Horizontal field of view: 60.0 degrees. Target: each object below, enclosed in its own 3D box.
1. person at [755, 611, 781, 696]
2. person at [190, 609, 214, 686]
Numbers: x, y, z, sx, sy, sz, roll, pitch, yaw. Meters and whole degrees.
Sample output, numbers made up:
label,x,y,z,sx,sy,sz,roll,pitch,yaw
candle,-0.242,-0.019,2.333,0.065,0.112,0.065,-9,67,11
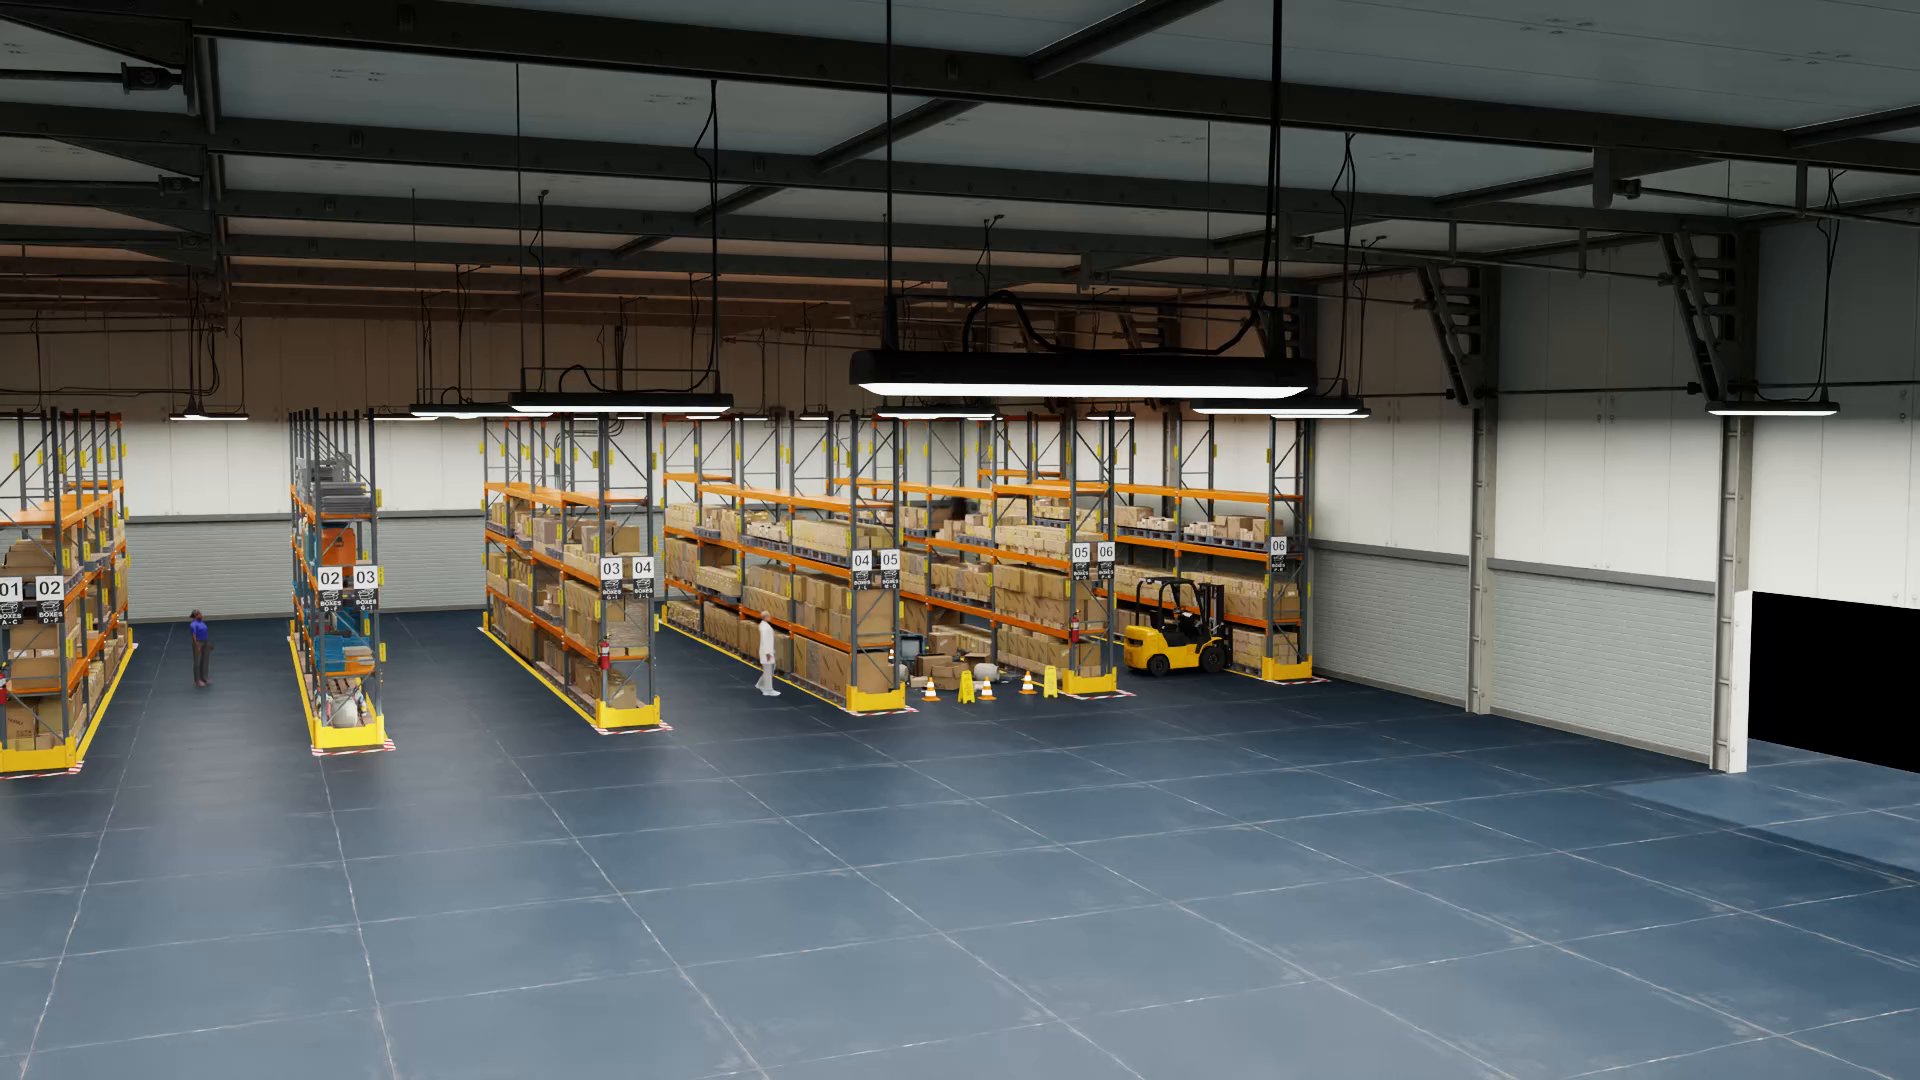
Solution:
label,x,y,z,sx,sy,sz,roll,pitch,yaw
person,-4.070,2.389,35.128,0.582,1.803,0.661,0,4,0
person,-16.640,2.347,36.527,0.421,1.673,0.503,1,4,18
